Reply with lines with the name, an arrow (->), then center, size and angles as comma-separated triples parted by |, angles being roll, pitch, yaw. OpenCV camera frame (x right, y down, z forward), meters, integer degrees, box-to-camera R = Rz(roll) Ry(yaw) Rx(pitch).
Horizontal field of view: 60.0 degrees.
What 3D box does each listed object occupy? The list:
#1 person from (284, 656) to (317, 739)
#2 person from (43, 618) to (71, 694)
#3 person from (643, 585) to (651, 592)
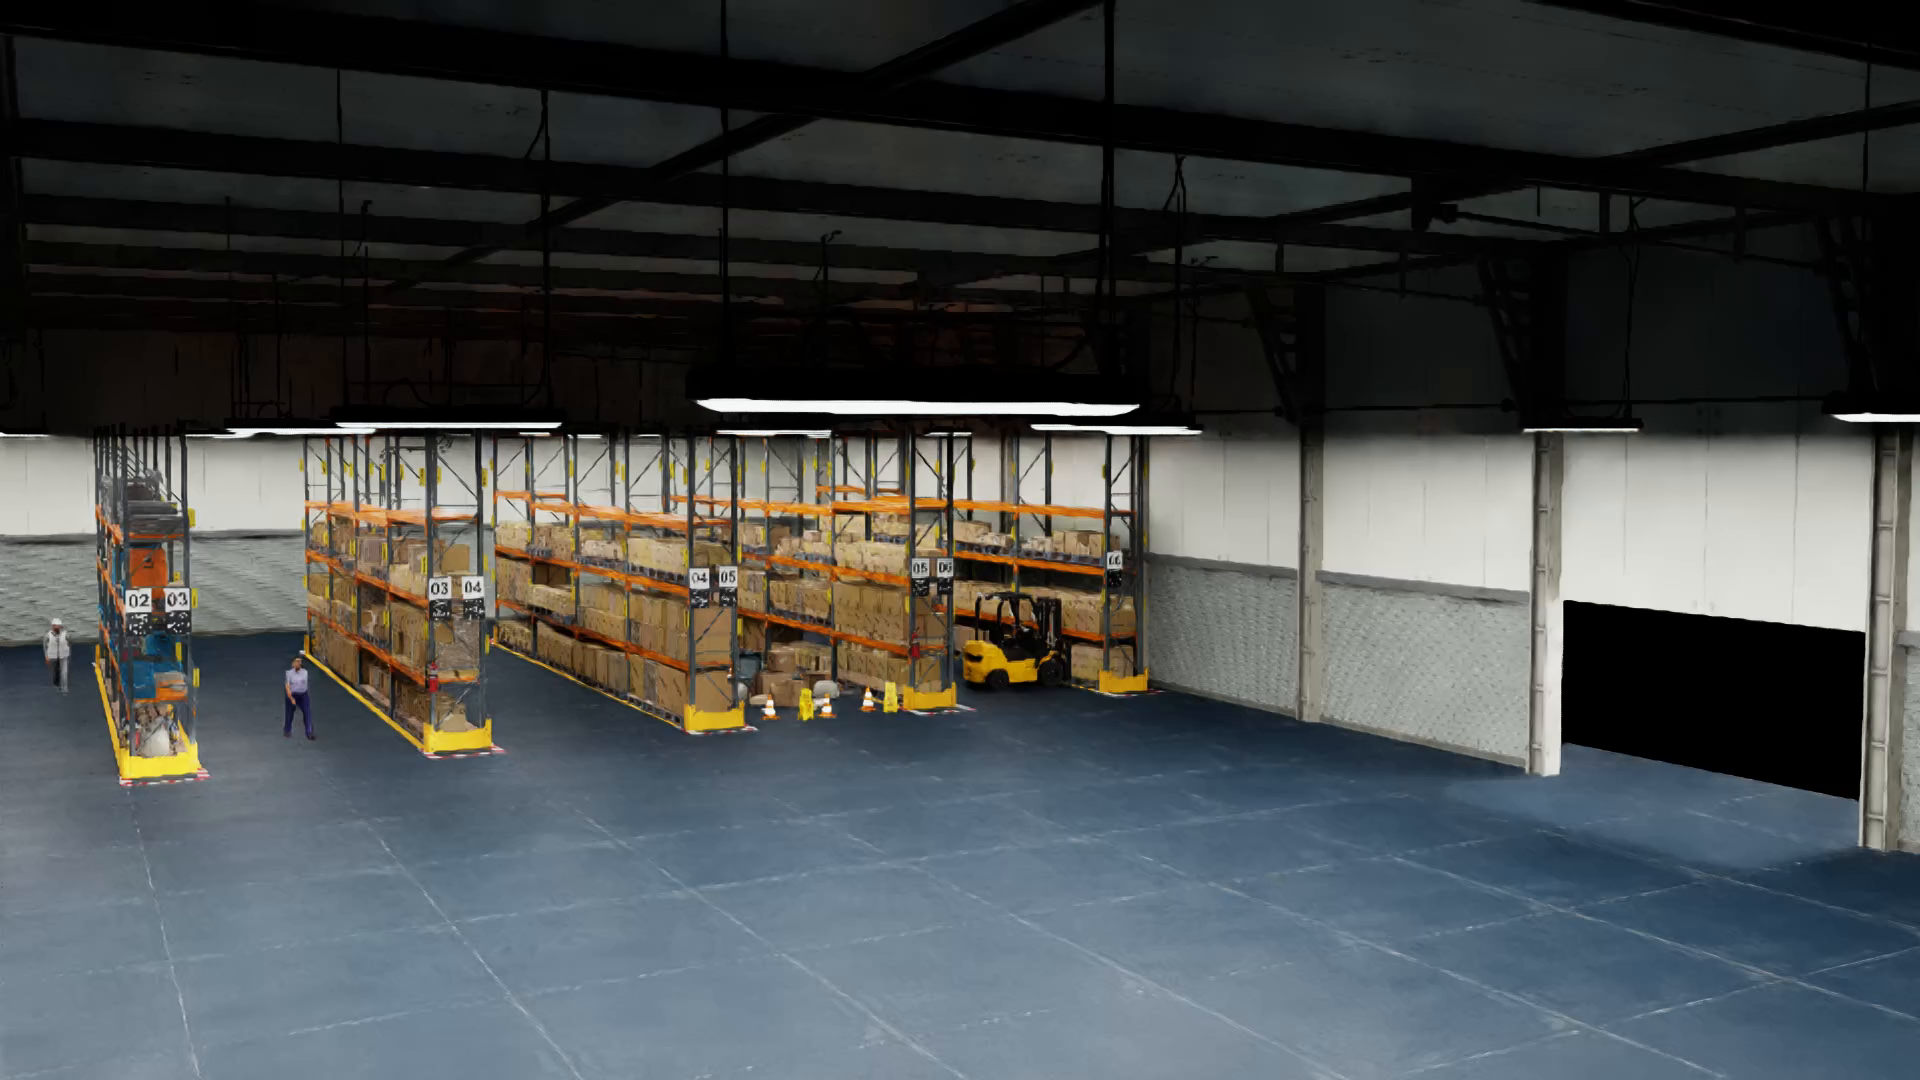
person -> -12.655, 2.996, 31.740 | 0.478, 1.580, 0.999 | -3, 4, -37
person -> -20.302, 2.598, 37.397 | 0.543, 1.700, 1.115 | -2, 4, -26
person -> -8.599, 2.068, 45.689 | 0.560, 1.752, 0.635 | -1, 4, -10
